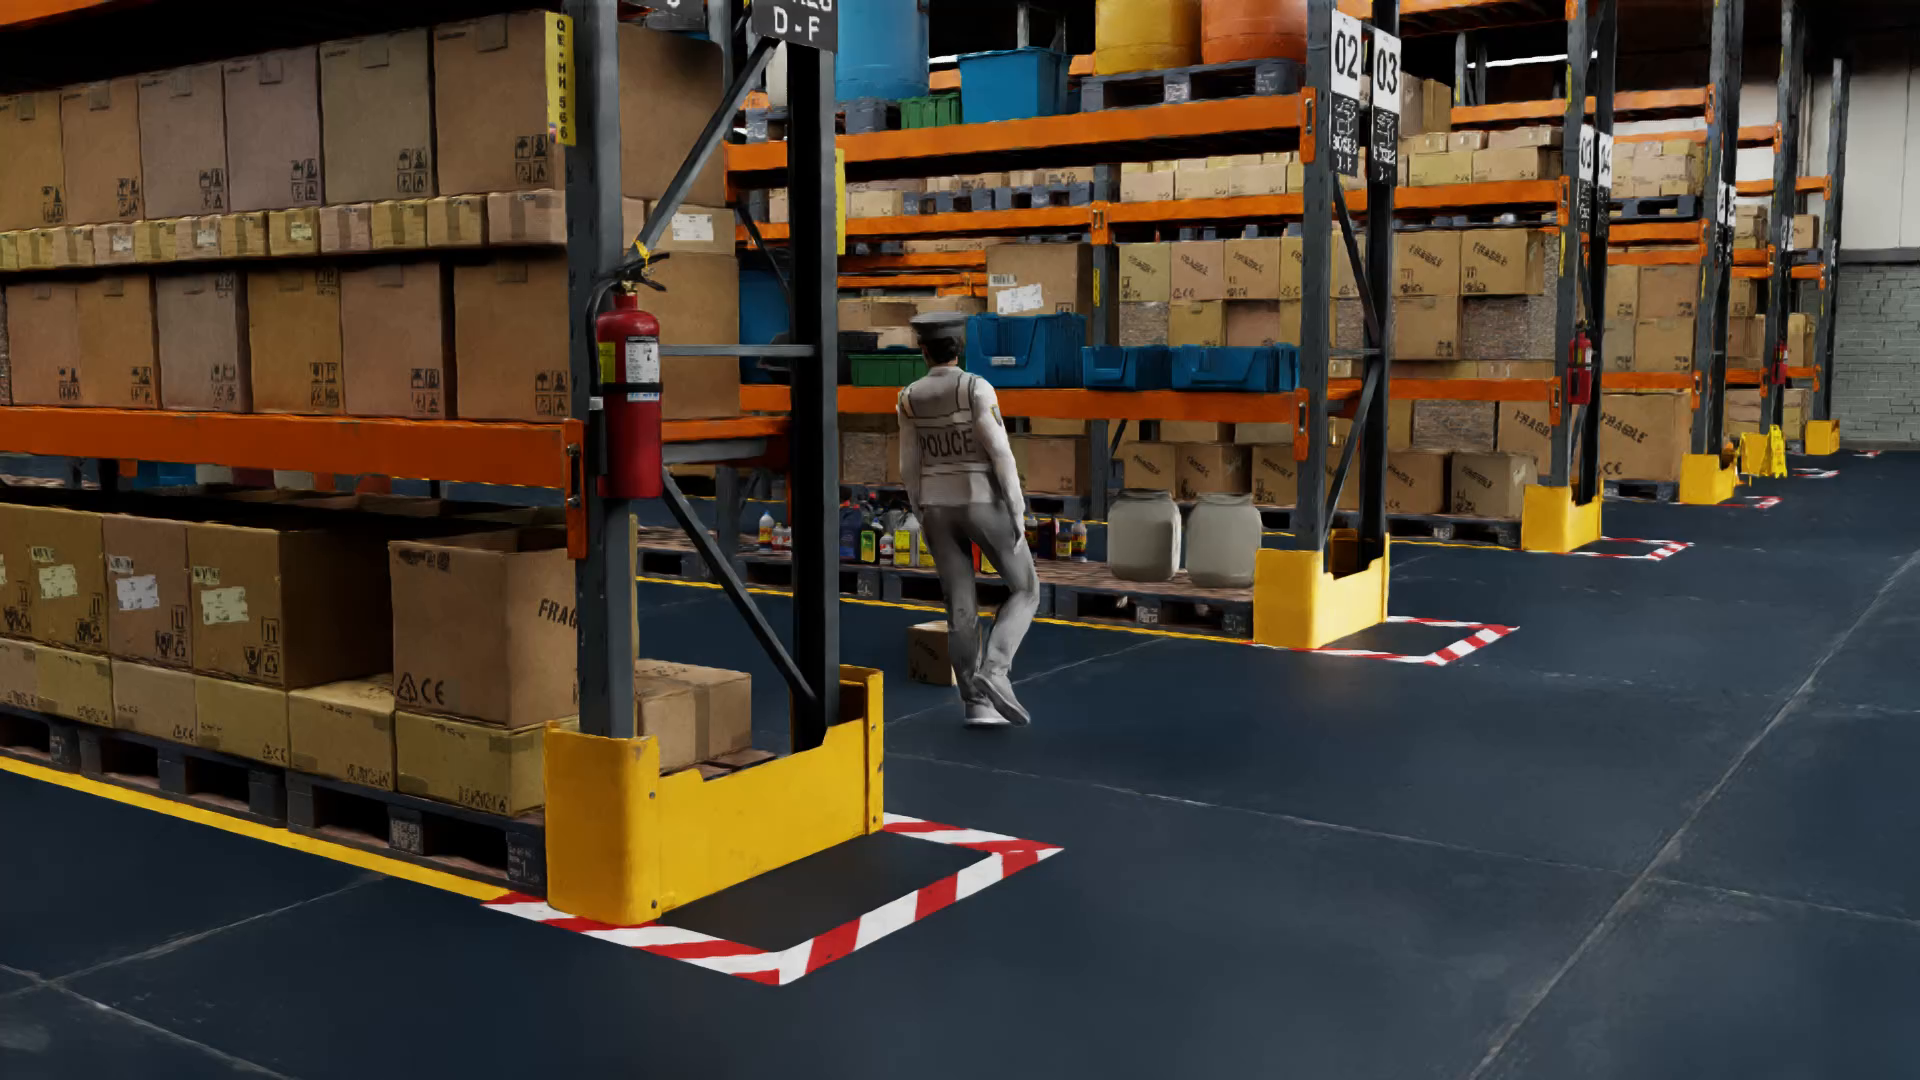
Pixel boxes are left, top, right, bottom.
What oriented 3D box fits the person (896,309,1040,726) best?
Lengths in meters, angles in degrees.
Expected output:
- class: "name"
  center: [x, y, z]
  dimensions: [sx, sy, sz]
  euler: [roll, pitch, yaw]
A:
- class: "person"
  center: [0.046, -0.077, 6.607]
  dimensions: [0.607, 1.667, 0.424]
  euler: [3, 7, 26]
